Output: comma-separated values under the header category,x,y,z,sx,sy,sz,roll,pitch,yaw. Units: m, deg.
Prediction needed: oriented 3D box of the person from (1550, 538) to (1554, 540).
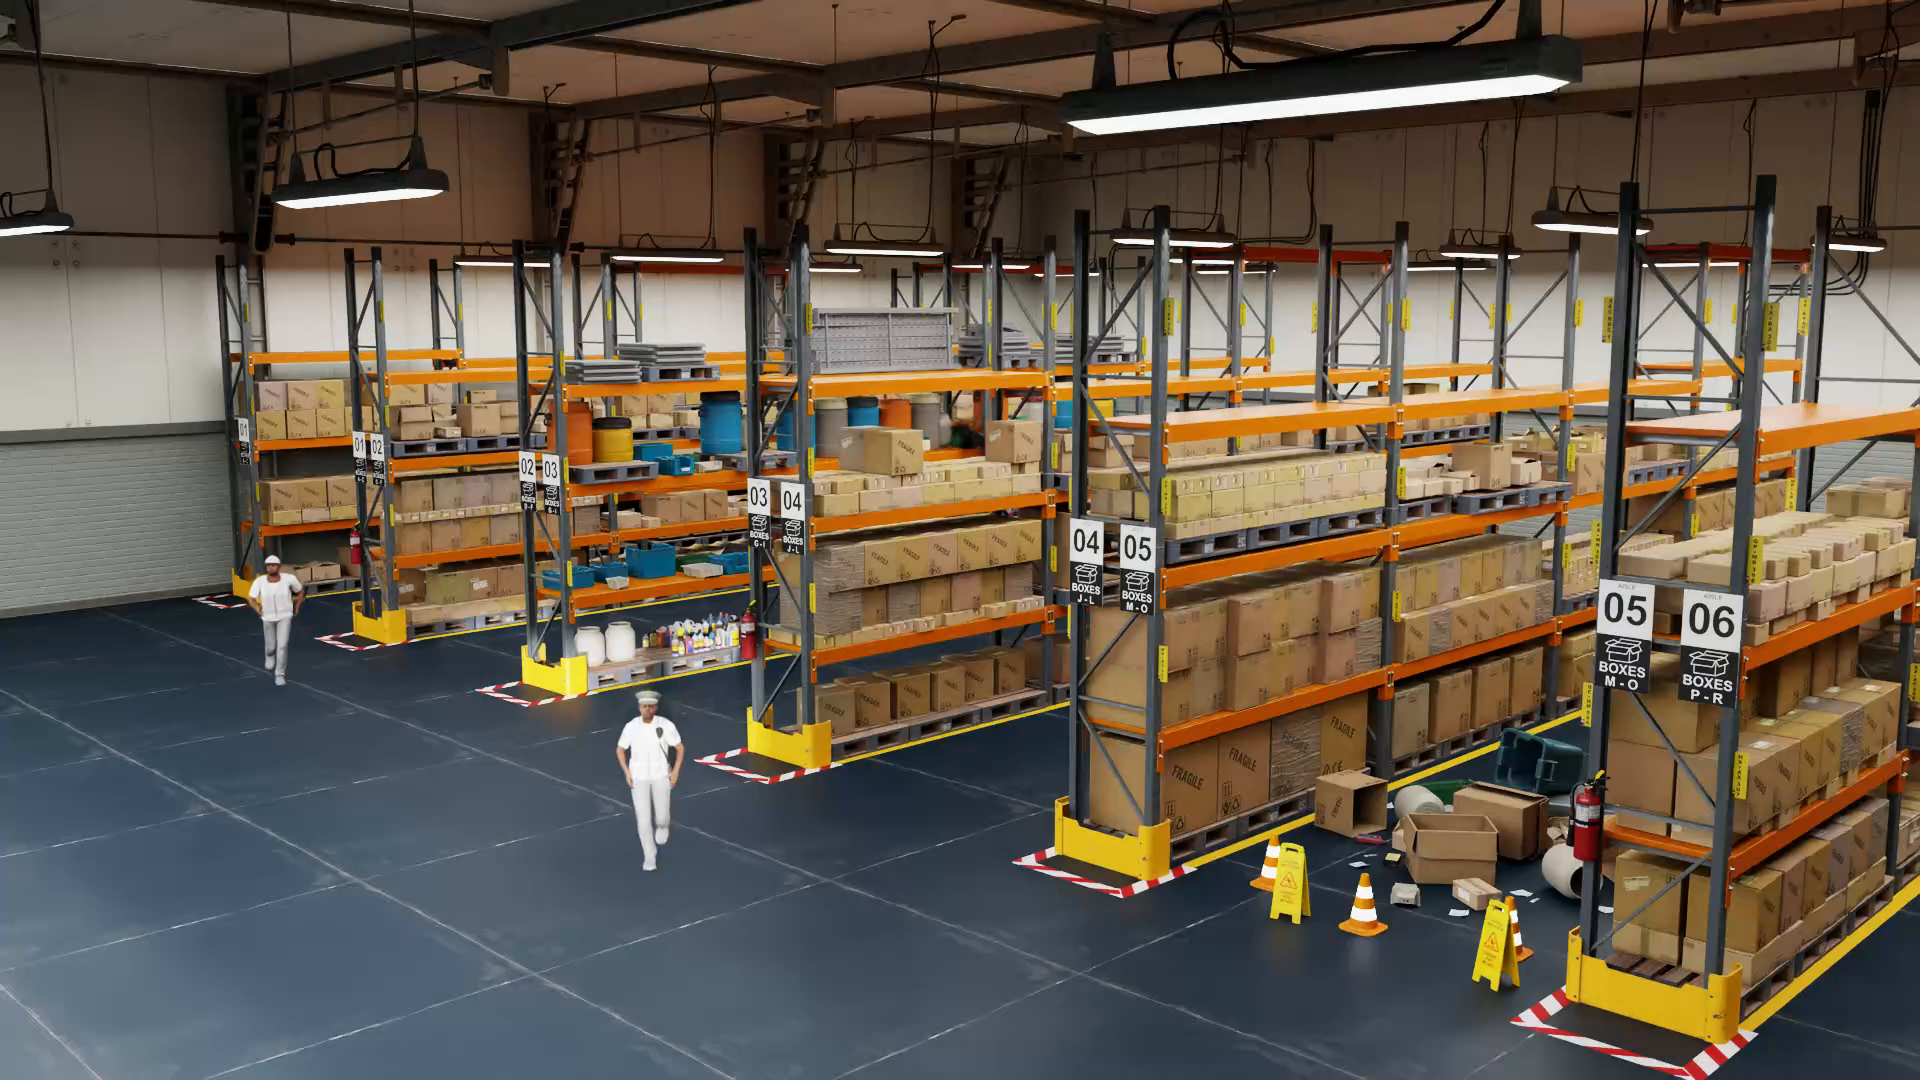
category,x,y,z,sx,sy,sz,roll,pitch,yaw
person,9.139,0.807,25.564,0.615,1.505,0.630,-7,10,-39

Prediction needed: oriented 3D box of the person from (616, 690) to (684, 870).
category,x,y,z,sx,sy,sz,roll,pitch,yaw
person,-2.881,2.178,15.407,0.591,1.650,0.612,-1,8,-8

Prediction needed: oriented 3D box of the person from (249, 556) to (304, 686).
category,x,y,z,sx,sy,sz,roll,pitch,yaw
person,-9.395,1.076,22.898,0.708,1.761,0.862,-3,9,-18
